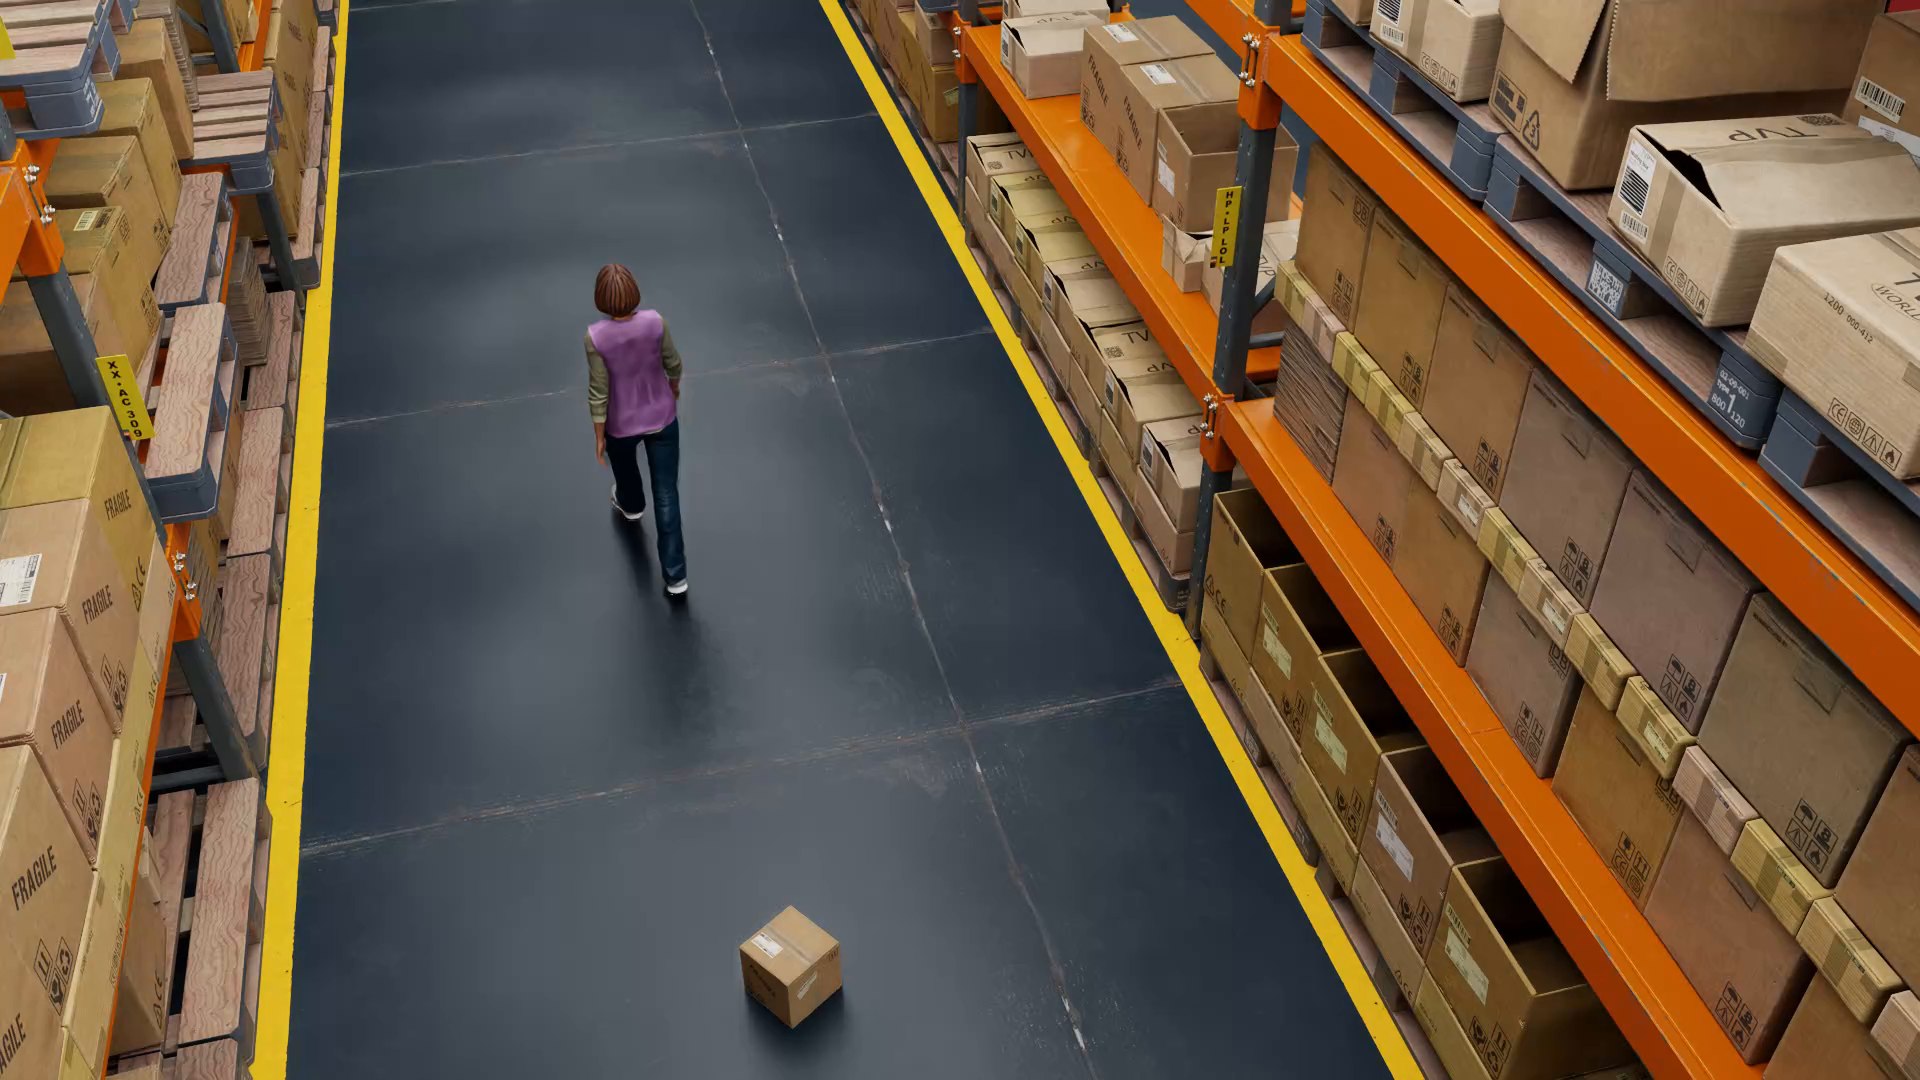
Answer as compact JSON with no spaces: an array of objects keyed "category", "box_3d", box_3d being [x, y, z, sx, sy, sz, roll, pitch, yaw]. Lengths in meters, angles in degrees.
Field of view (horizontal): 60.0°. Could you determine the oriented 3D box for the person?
[{"category":"person","box_3d":[-1.442,-0.588,7.436,0.442,1.537,0.934,-12,40,-14]}]
